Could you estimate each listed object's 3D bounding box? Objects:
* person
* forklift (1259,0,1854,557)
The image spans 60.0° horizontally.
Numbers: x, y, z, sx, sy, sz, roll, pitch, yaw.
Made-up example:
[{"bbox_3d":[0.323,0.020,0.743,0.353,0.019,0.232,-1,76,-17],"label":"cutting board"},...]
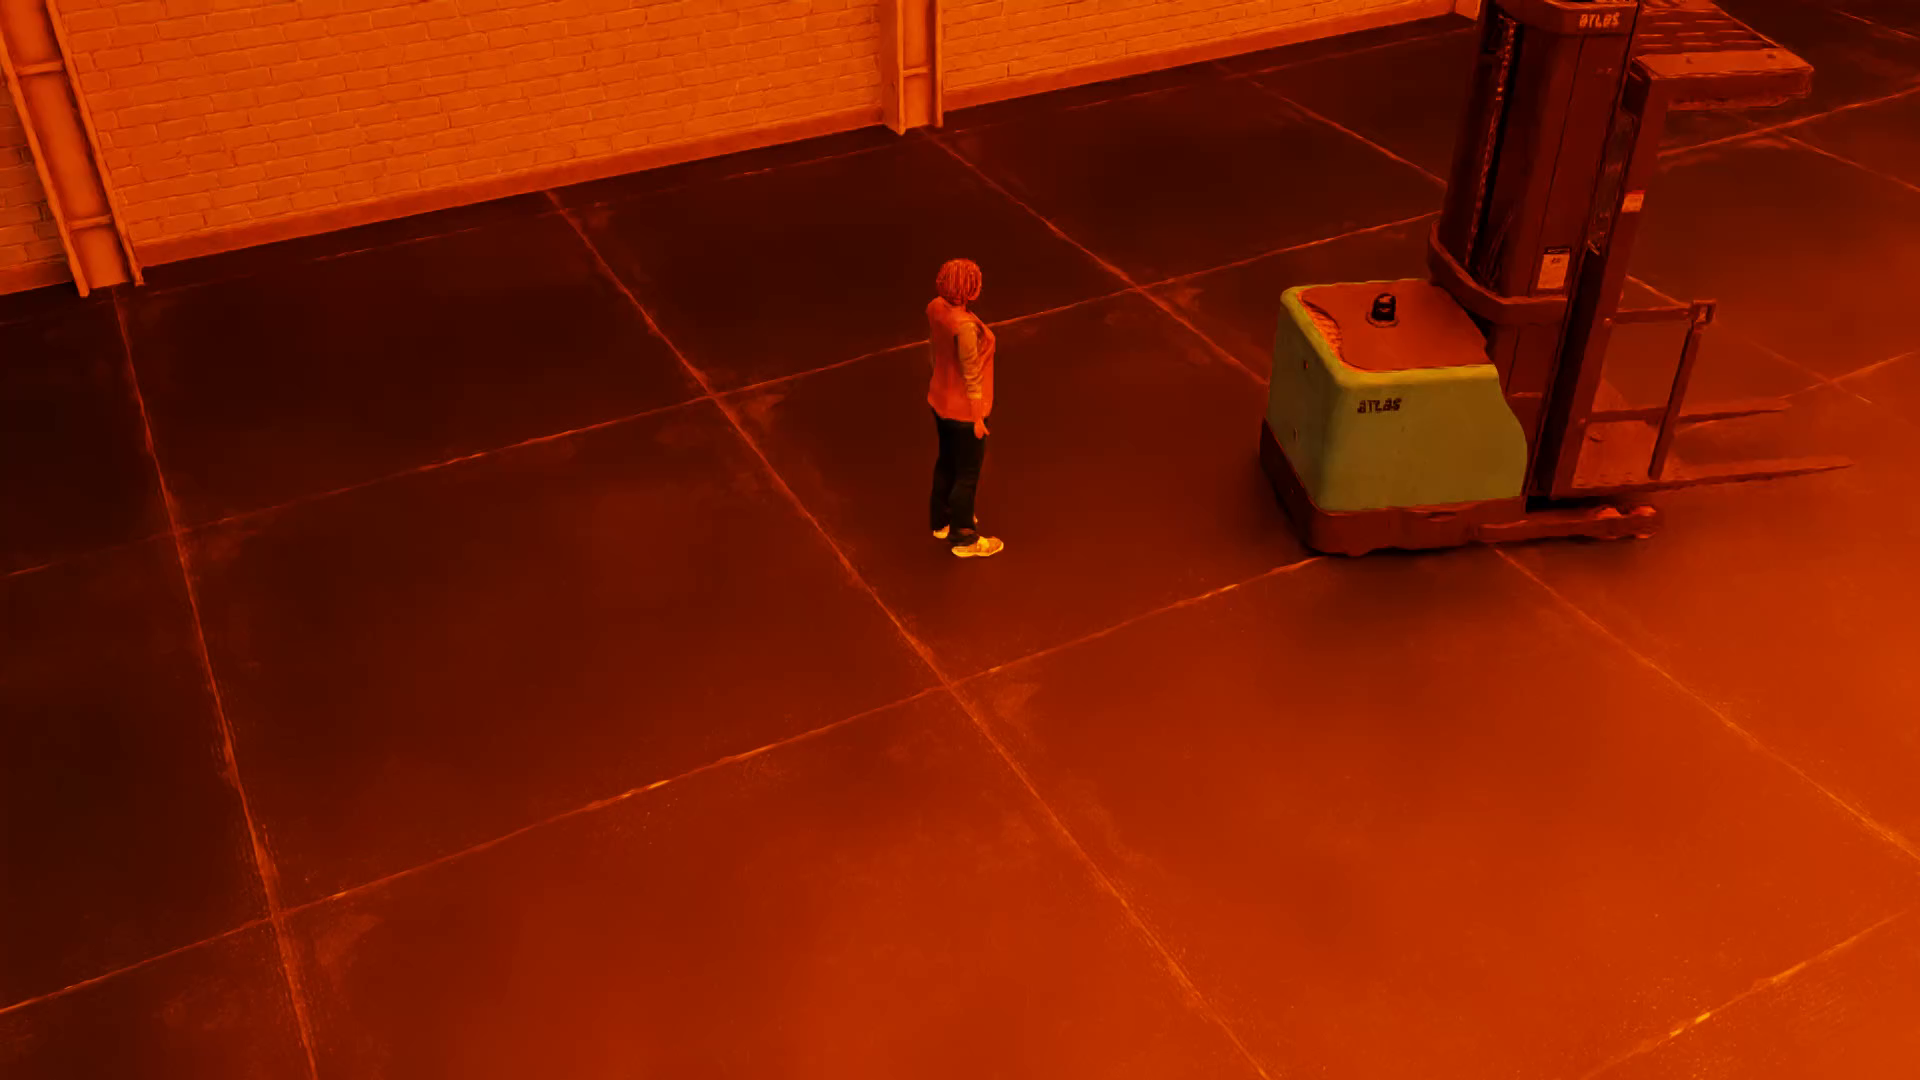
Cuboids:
[{"bbox_3d":[0.008,-0.644,8.212,0.311,1.576,0.405,-17,39,-23],"label":"person"},{"bbox_3d":[3.215,-1.490,8.231,3.031,2.935,1.130,-5,36,-7],"label":"forklift"}]
